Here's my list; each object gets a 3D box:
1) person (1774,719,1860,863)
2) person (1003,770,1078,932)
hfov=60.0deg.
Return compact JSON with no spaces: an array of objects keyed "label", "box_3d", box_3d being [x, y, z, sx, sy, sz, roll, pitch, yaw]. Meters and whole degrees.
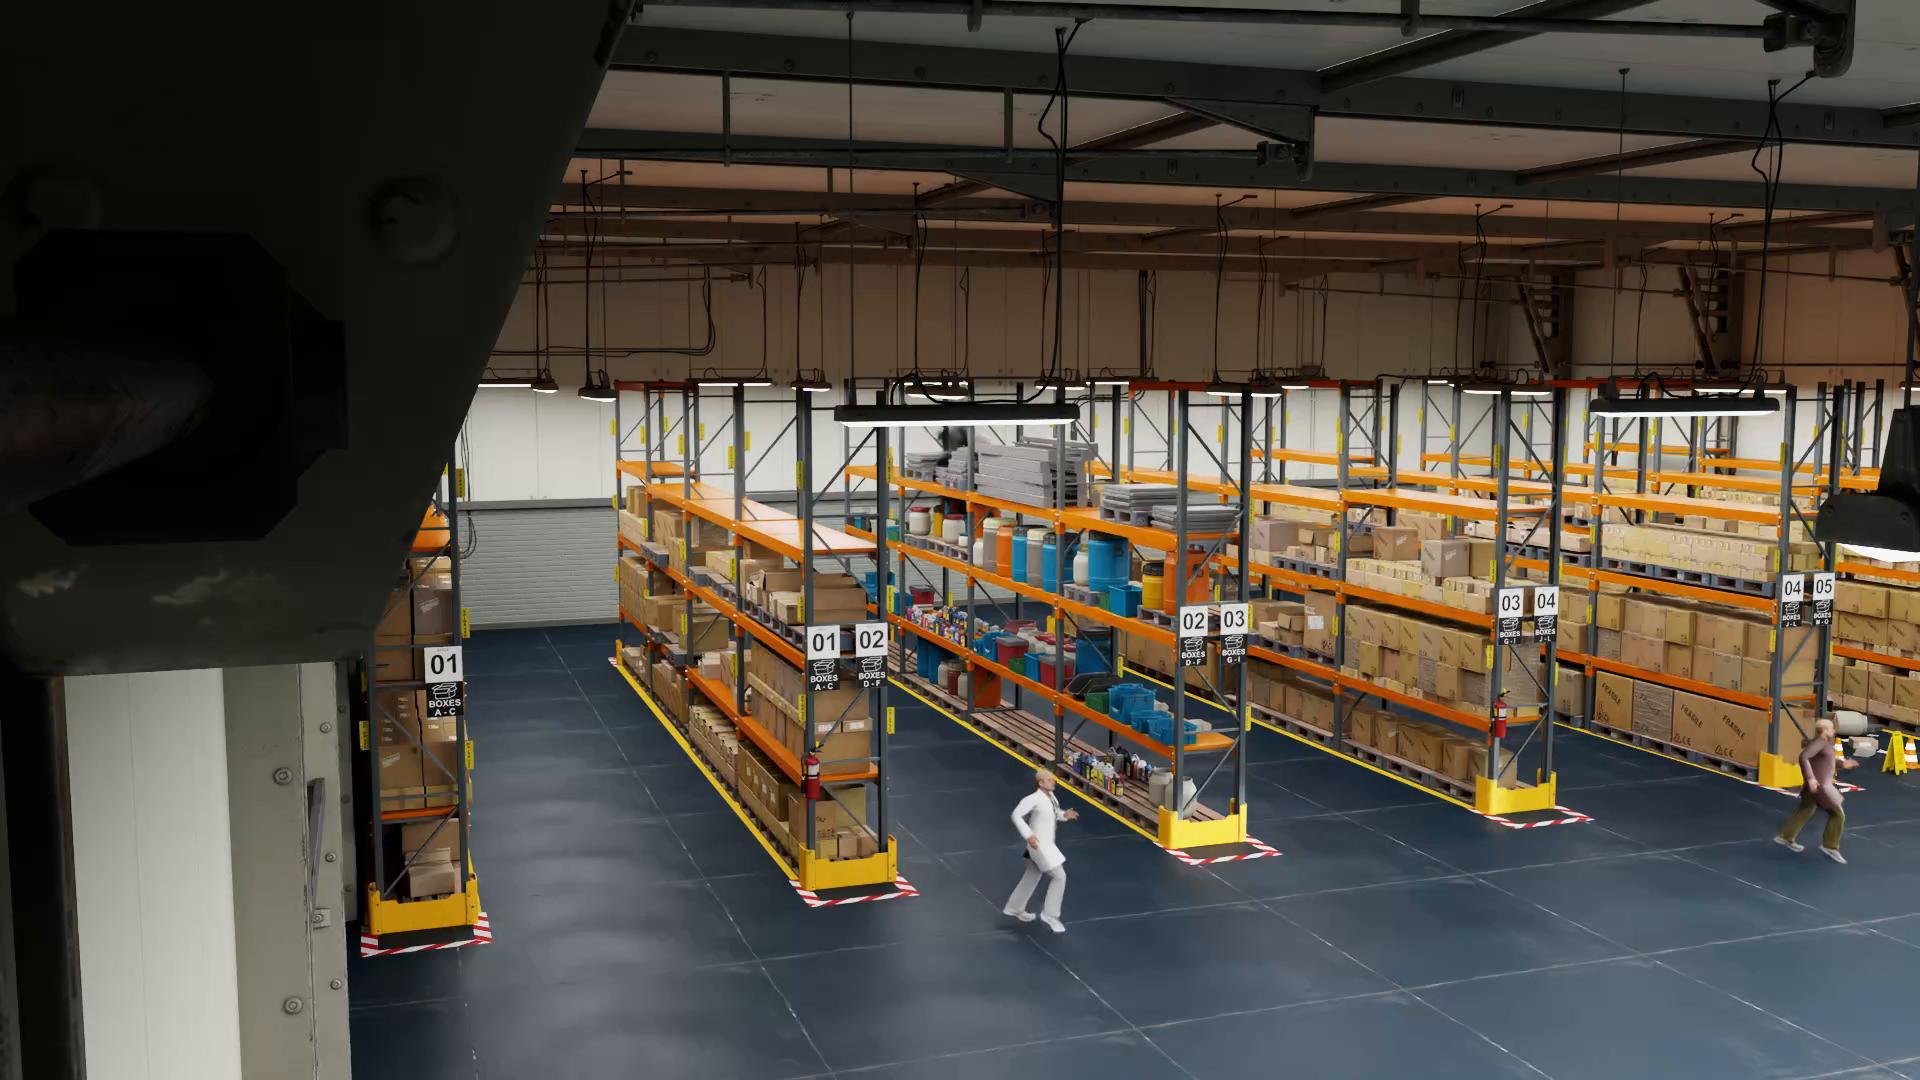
[{"label":"person","box_3d":[10.972,3.198,21.284,0.938,1.847,0.666,2,6,17]},{"label":"person","box_3d":[0.907,3.489,18.723,0.847,1.857,0.665,1,6,12]}]
